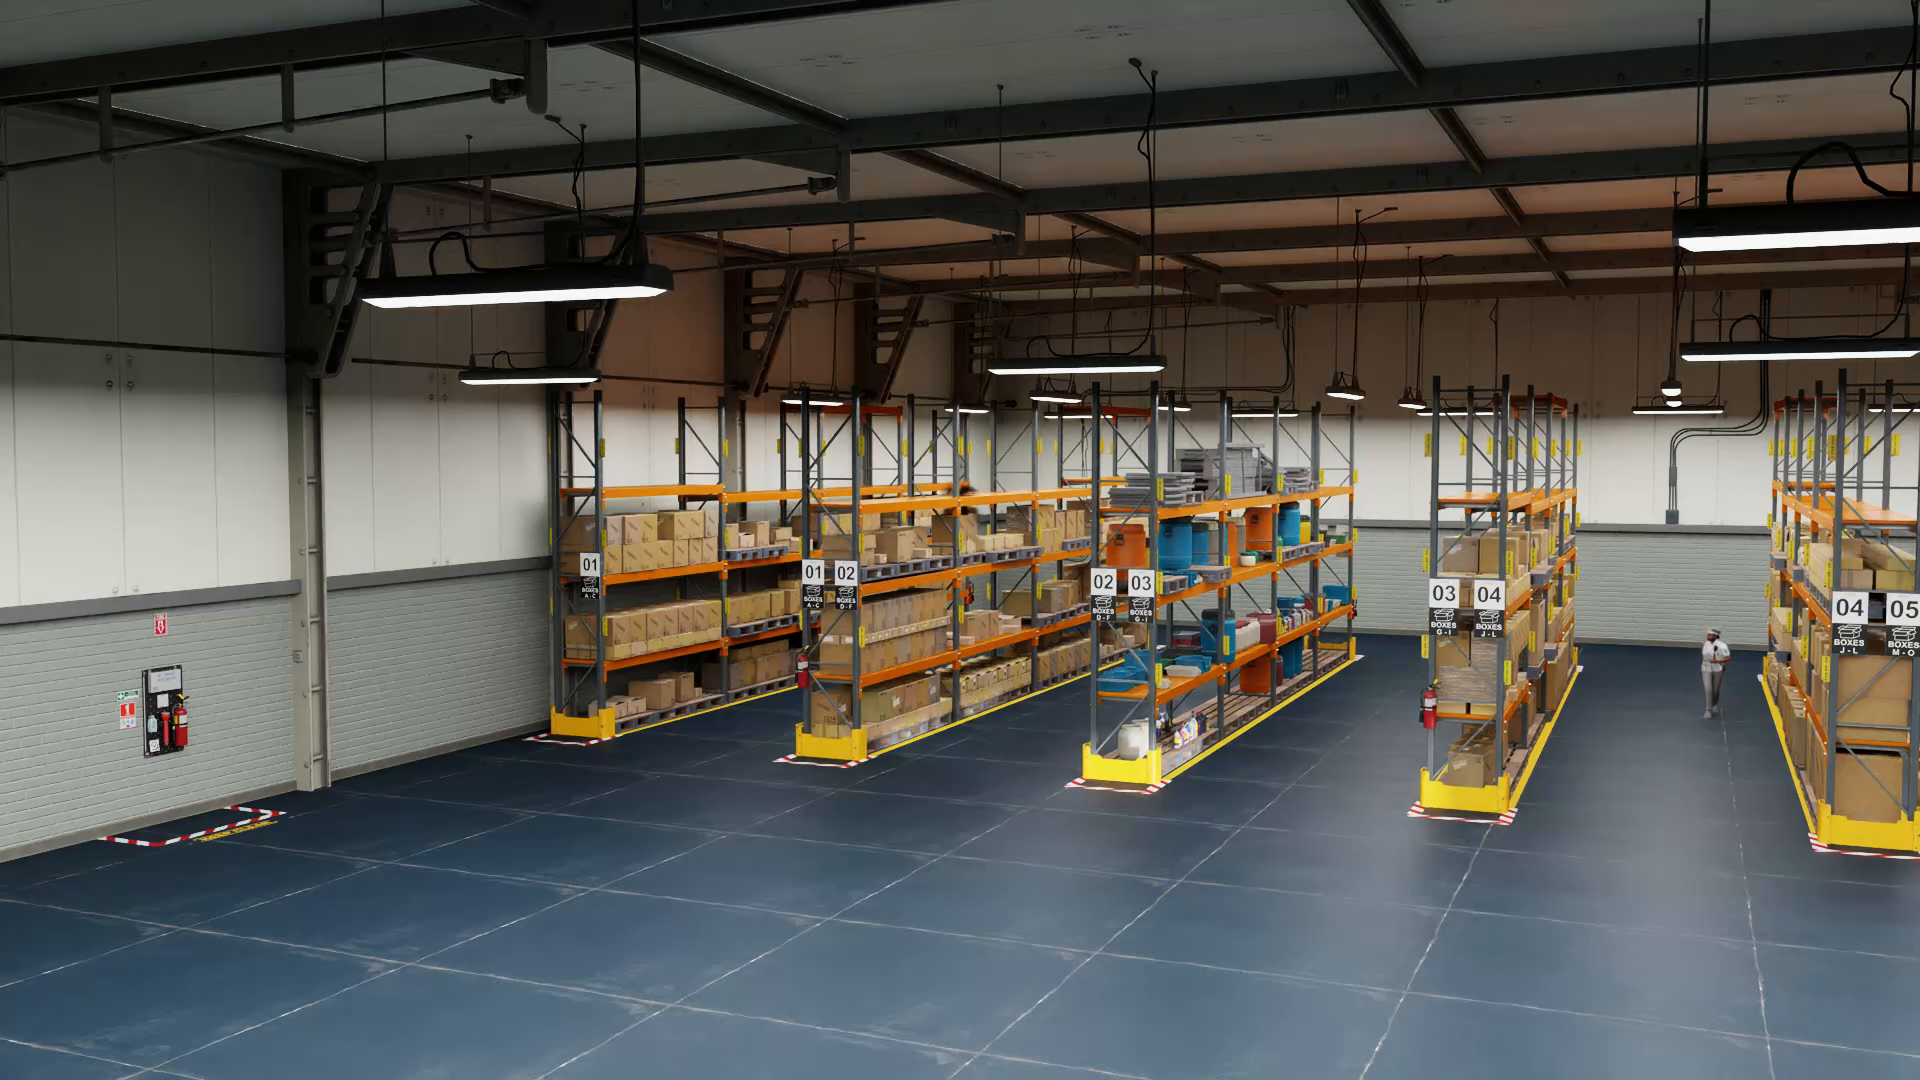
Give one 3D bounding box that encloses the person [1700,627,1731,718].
[{"bbox_3d":[14.014,2.435,30.857,0.519,1.645,1.028,1,3,25],"label":"person"}]
